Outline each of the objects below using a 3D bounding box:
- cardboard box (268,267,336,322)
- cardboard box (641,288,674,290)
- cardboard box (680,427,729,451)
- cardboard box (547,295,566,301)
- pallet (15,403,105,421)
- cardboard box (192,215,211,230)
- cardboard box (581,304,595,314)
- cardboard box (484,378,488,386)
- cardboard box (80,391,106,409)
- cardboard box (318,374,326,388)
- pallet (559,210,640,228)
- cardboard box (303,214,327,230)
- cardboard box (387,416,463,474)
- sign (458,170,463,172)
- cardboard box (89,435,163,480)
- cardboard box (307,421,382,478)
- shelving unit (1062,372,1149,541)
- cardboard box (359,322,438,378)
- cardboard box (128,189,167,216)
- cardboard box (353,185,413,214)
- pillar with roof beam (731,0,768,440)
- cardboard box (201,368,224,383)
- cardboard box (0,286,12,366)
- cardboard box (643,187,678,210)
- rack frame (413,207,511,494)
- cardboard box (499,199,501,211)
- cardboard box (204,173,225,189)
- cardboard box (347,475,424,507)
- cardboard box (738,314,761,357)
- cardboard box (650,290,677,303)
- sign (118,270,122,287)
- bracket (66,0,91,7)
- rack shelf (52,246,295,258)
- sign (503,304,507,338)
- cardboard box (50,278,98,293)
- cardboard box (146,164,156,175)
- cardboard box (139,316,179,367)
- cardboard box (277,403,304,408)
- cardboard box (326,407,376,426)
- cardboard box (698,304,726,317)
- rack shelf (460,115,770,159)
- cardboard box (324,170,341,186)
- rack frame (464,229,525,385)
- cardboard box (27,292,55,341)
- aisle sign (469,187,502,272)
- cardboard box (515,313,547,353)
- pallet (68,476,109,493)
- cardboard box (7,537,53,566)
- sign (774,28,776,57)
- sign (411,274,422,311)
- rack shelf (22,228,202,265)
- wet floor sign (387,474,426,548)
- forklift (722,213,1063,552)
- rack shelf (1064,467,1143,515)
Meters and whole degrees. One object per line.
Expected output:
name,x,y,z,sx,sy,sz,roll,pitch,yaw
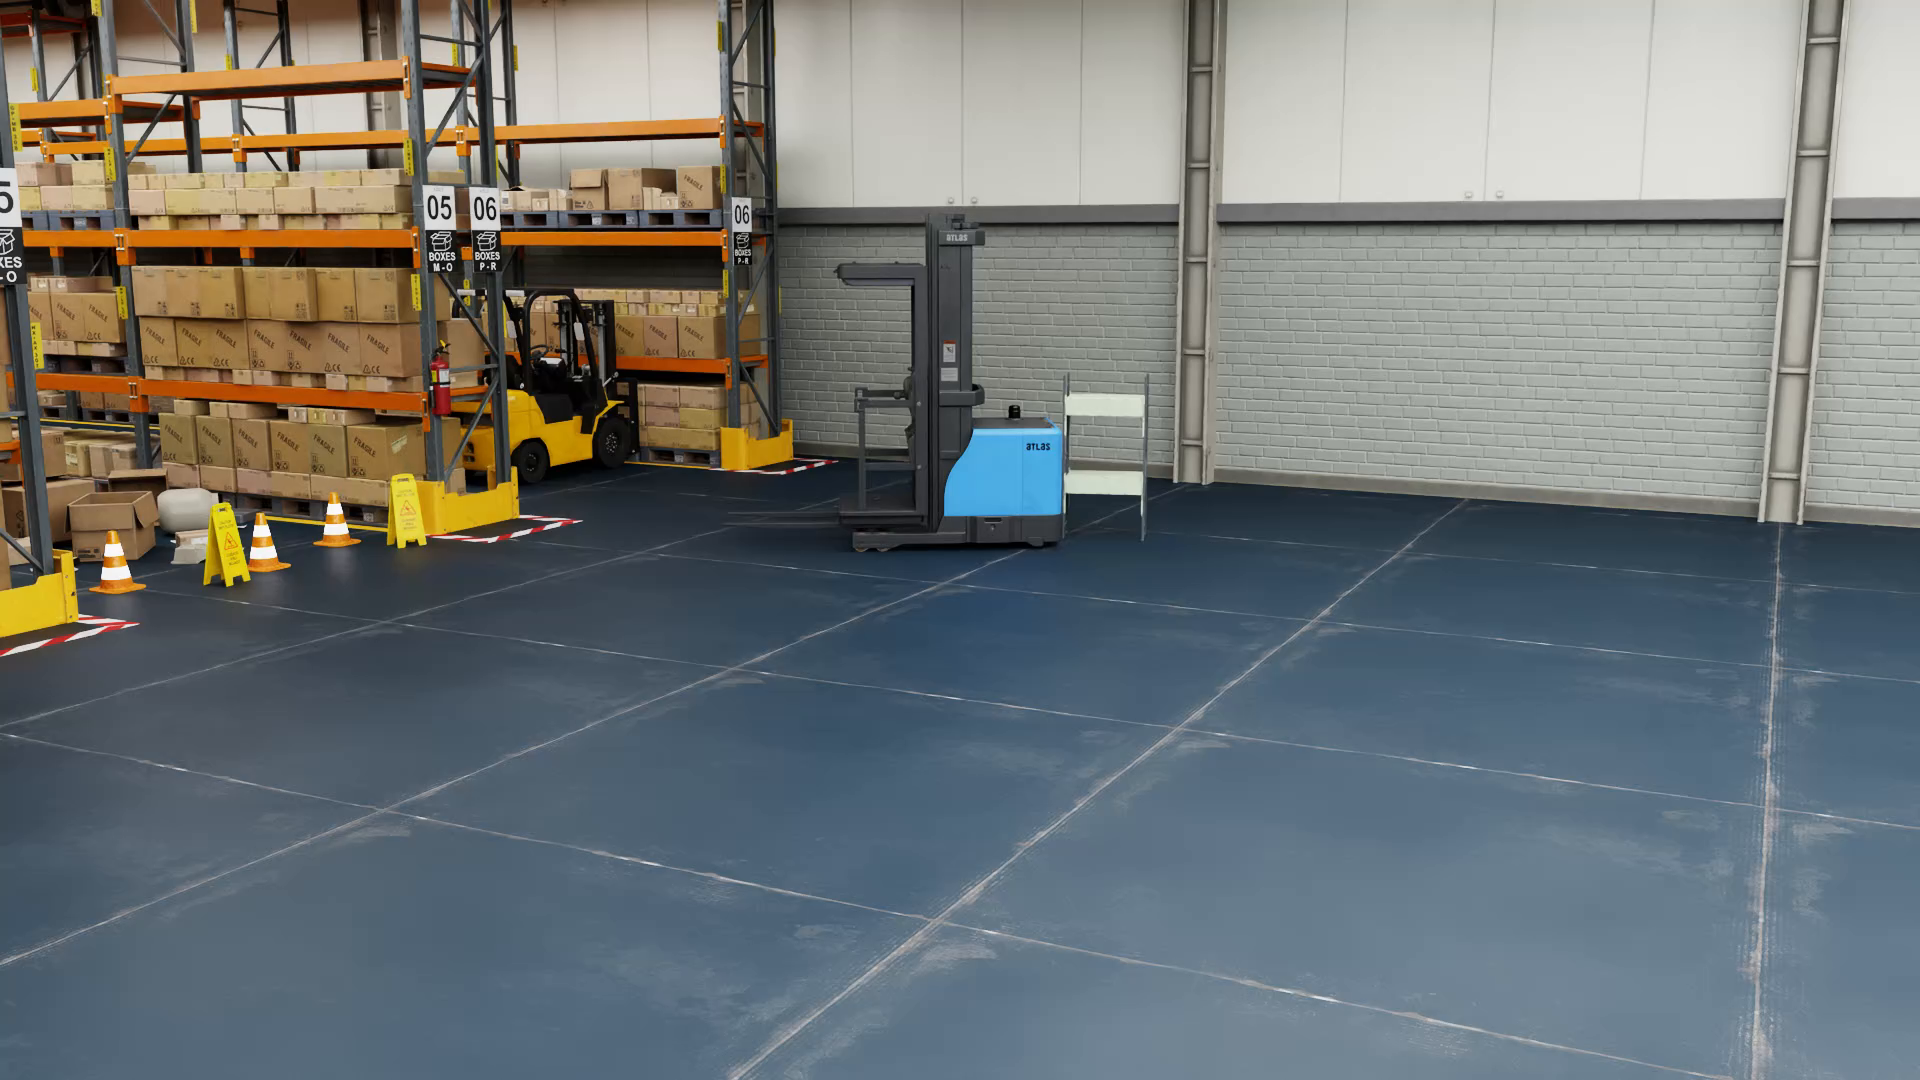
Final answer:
cardboard box,-6.200,-2.376,16.033,0.500,0.500,0.700,5,11,25
cardboard box,-3.823,-3.106,21.054,0.250,0.149,0.380,5,11,24
cardboard box,-3.060,-1.252,20.285,0.500,0.250,0.500,5,11,26
cardboard box,-4.994,-3.091,20.970,0.250,0.149,0.380,5,11,25
pallet,-13.876,-2.039,25.925,1.213,0.211,1.003,5,11,26
cardboard box,-7.420,-3.165,16.597,0.250,0.149,0.380,5,12,28
cardboard box,-4.539,-2.903,20.765,0.250,0.149,0.380,5,11,25
cardboard box,-5.791,-1.984,21.524,0.500,0.250,0.500,5,11,25
cardboard box,-12.926,-2.260,25.153,0.500,0.500,0.500,6,12,28
cardboard box,-6.030,-1.574,16.230,0.250,0.149,0.380,5,11,27
pallet,-4.220,-4.000,20.753,1.213,0.211,1.003,5,11,26
cardboard box,-6.039,-3.038,15.895,0.250,0.149,0.380,5,11,25
cardboard box,-5.314,-0.951,16.516,0.500,0.500,0.500,5,11,24
sign,-6.317,-4.525,21.069,0.005,0.325,0.100,5,11,26
cardboard box,-8.750,-0.888,17.934,0.625,0.372,0.950,5,11,27
cardboard box,-5.995,-0.903,16.254,0.500,0.500,0.500,6,12,28
shelving unit,1.339,-0.774,15.315,0.755,1.500,0.431,2,10,9
cardboard box,-5.301,-1.813,15.728,0.500,0.500,0.500,5,11,25
cardboard box,-8.006,-3.404,16.798,0.500,0.250,0.500,5,11,25
cardboard box,-5.270,-3.164,15.475,0.500,0.250,0.500,5,11,25
pillar with roof beam,-4.629,-4.875,16.917,0.400,9.000,9.100,5,11,26
cardboard box,-7.431,-1.681,16.822,0.250,0.149,0.380,5,12,28
cardboard box,-7.107,-1.461,11.444,0.550,0.550,0.875,5,11,26
cardboard box,-3.604,-4.114,20.053,0.258,0.266,0.396,5,11,26
rack frame,-4.692,-1.618,15.770,0.127,3.000,1.000,5,11,26
cardboard box,-5.818,-4.251,21.139,0.250,0.149,0.380,5,12,27
cardboard box,-7.193,-3.527,16.359,0.250,0.149,0.380,5,11,24
cardboard box,-5.557,-0.495,16.102,0.500,0.250,0.500,5,11,26
cardboard box,-2.820,-2.544,20.604,0.500,0.500,0.500,5,12,28
cardboard box,-3.585,-2.983,20.373,0.250,0.149,0.380,5,11,26
sign,-13.018,-4.016,25.765,0.005,0.325,0.100,5,11,26
bracket,-13.271,-8.190,25.126,0.430,0.232,0.235,5,11,26
rack shelf,-11.467,-4.322,24.303,4.000,0.370,1.077,5,11,26
sign,-4.452,-2.131,16.172,0.005,0.325,0.100,5,11,26
cardboard box,-9.417,-2.708,17.671,0.250,0.149,0.380,5,11,24
cardboard box,-9.077,-3.936,17.992,0.500,0.250,0.500,5,11,25
cardboard box,-8.008,-2.050,17.039,0.500,0.500,0.500,5,11,26
cardboard box,-9.120,-2.029,23.525,0.625,0.625,0.875,5,12,28
cardboard box,-5.885,-1.200,16.072,0.250,0.149,0.380,5,12,27
cardboard box,-2.934,-2.762,19.989,0.250,0.149,0.380,5,11,27
rack shelf,-4.293,-4.970,20.588,4.000,0.370,1.077,5,11,26
cardboard box,-5.782,-3.415,15.738,0.250,0.149,0.380,5,11,26
rack frame,-6.086,-2.727,21.893,0.127,3.000,1.000,5,11,26
cardboard box,-9.700,-2.416,17.882,0.500,0.500,0.500,5,12,28
aisle sign,-4.499,-2.942,15.785,0.004,0.787,0.394,5,11,26
cardboard box,-5.329,-2.661,21.249,0.500,0.500,0.500,5,12,27
pallet,-8.978,-0.623,18.098,1.213,0.211,1.003,5,11,26
cardboard box,-8.022,0.052,14.220,0.258,0.266,0.396,7,13,36
sign,-2.248,-5.989,20.007,0.005,0.325,0.100,5,11,26
sign,-4.955,-2.257,15.158,0.005,0.325,0.100,5,11,26
rack shelf,-10.073,-3.213,18.179,4.000,0.370,1.077,5,11,26
wet floor sign,-4.995,-0.274,14.953,0.267,0.644,0.232,-10,14,-43
forklift,-0.622,-1.436,14.954,3.031,2.935,1.130,-1,10,-3
rack shelf,1.339,-0.453,15.373,0.720,0.370,0.431,2,10,9
